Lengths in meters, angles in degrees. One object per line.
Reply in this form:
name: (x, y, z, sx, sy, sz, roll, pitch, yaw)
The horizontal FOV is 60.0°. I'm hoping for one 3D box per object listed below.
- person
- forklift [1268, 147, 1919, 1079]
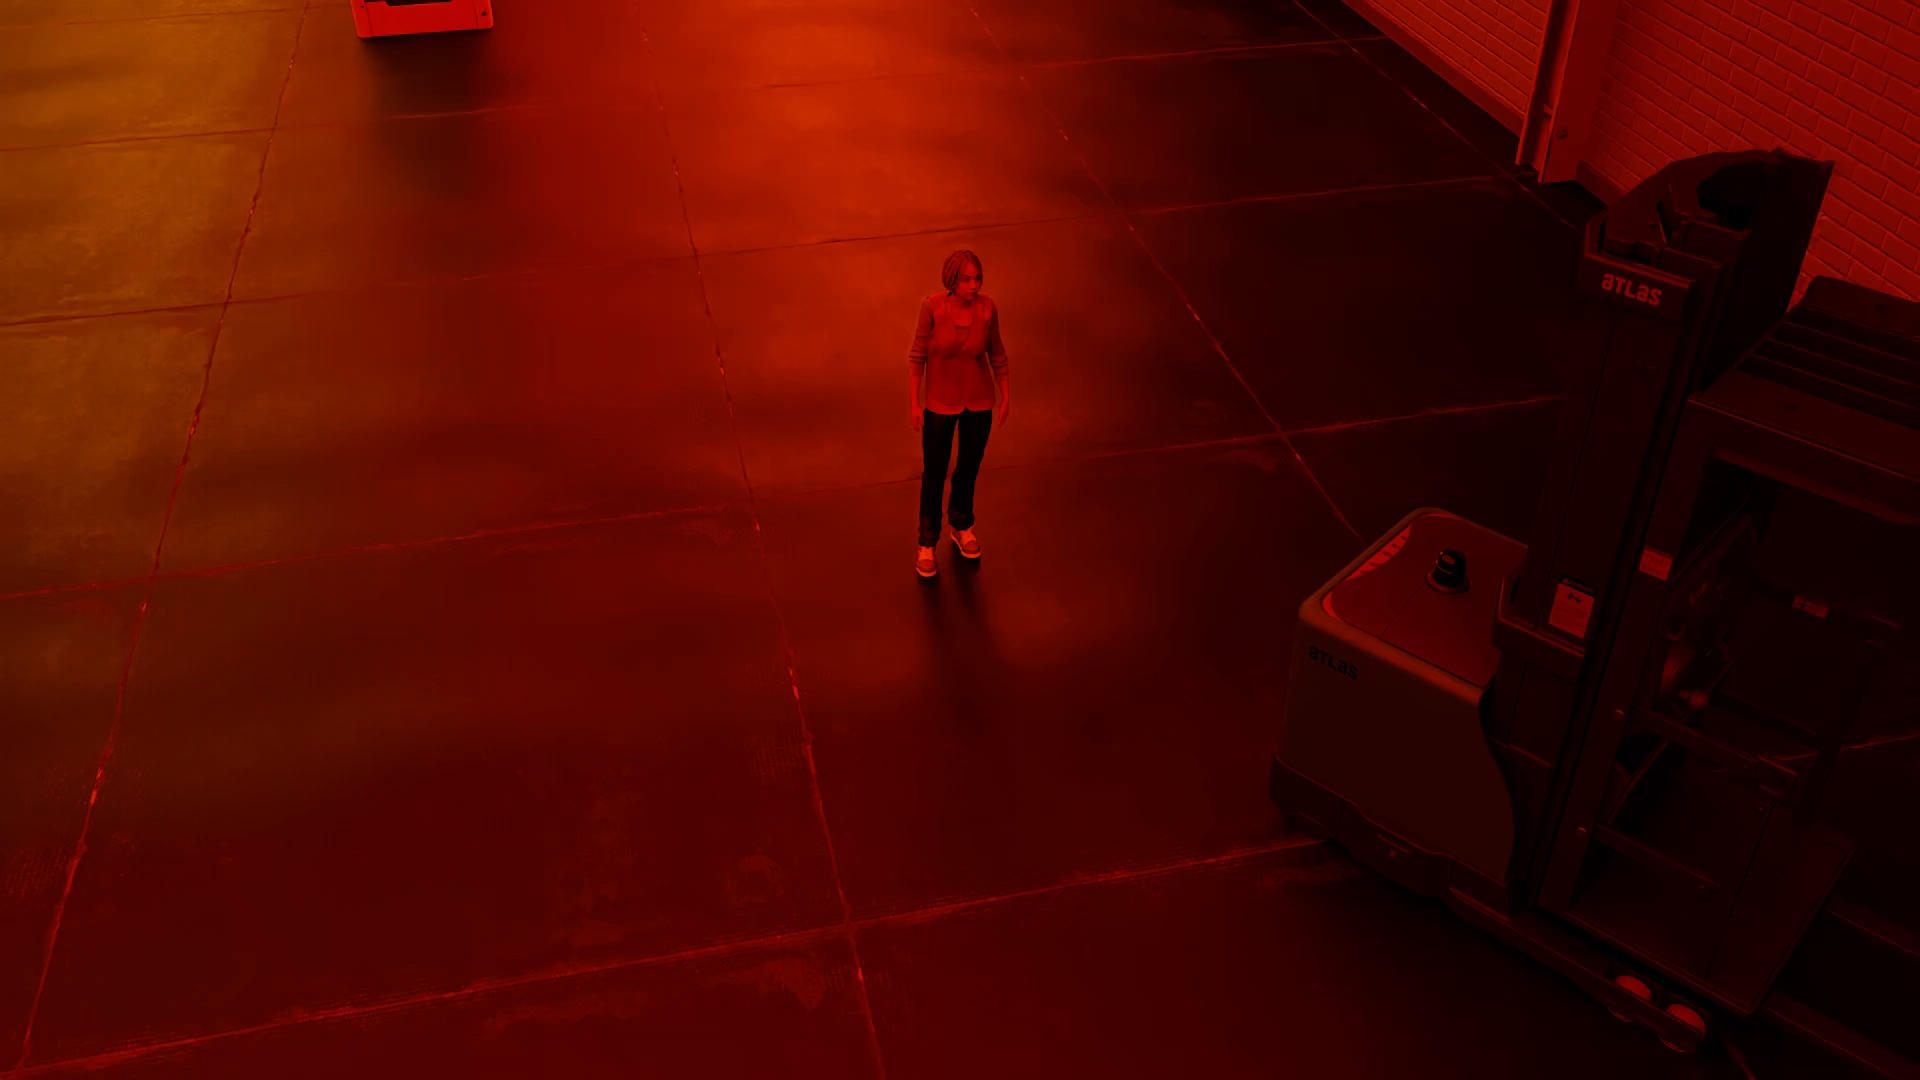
person: (0.003, -0.610, 8.028, 0.520, 1.596, 0.476, -8, 36, -11)
forklift: (2.719, 0.304, 5.628, 3.031, 2.935, 1.130, 28, 44, 33)
